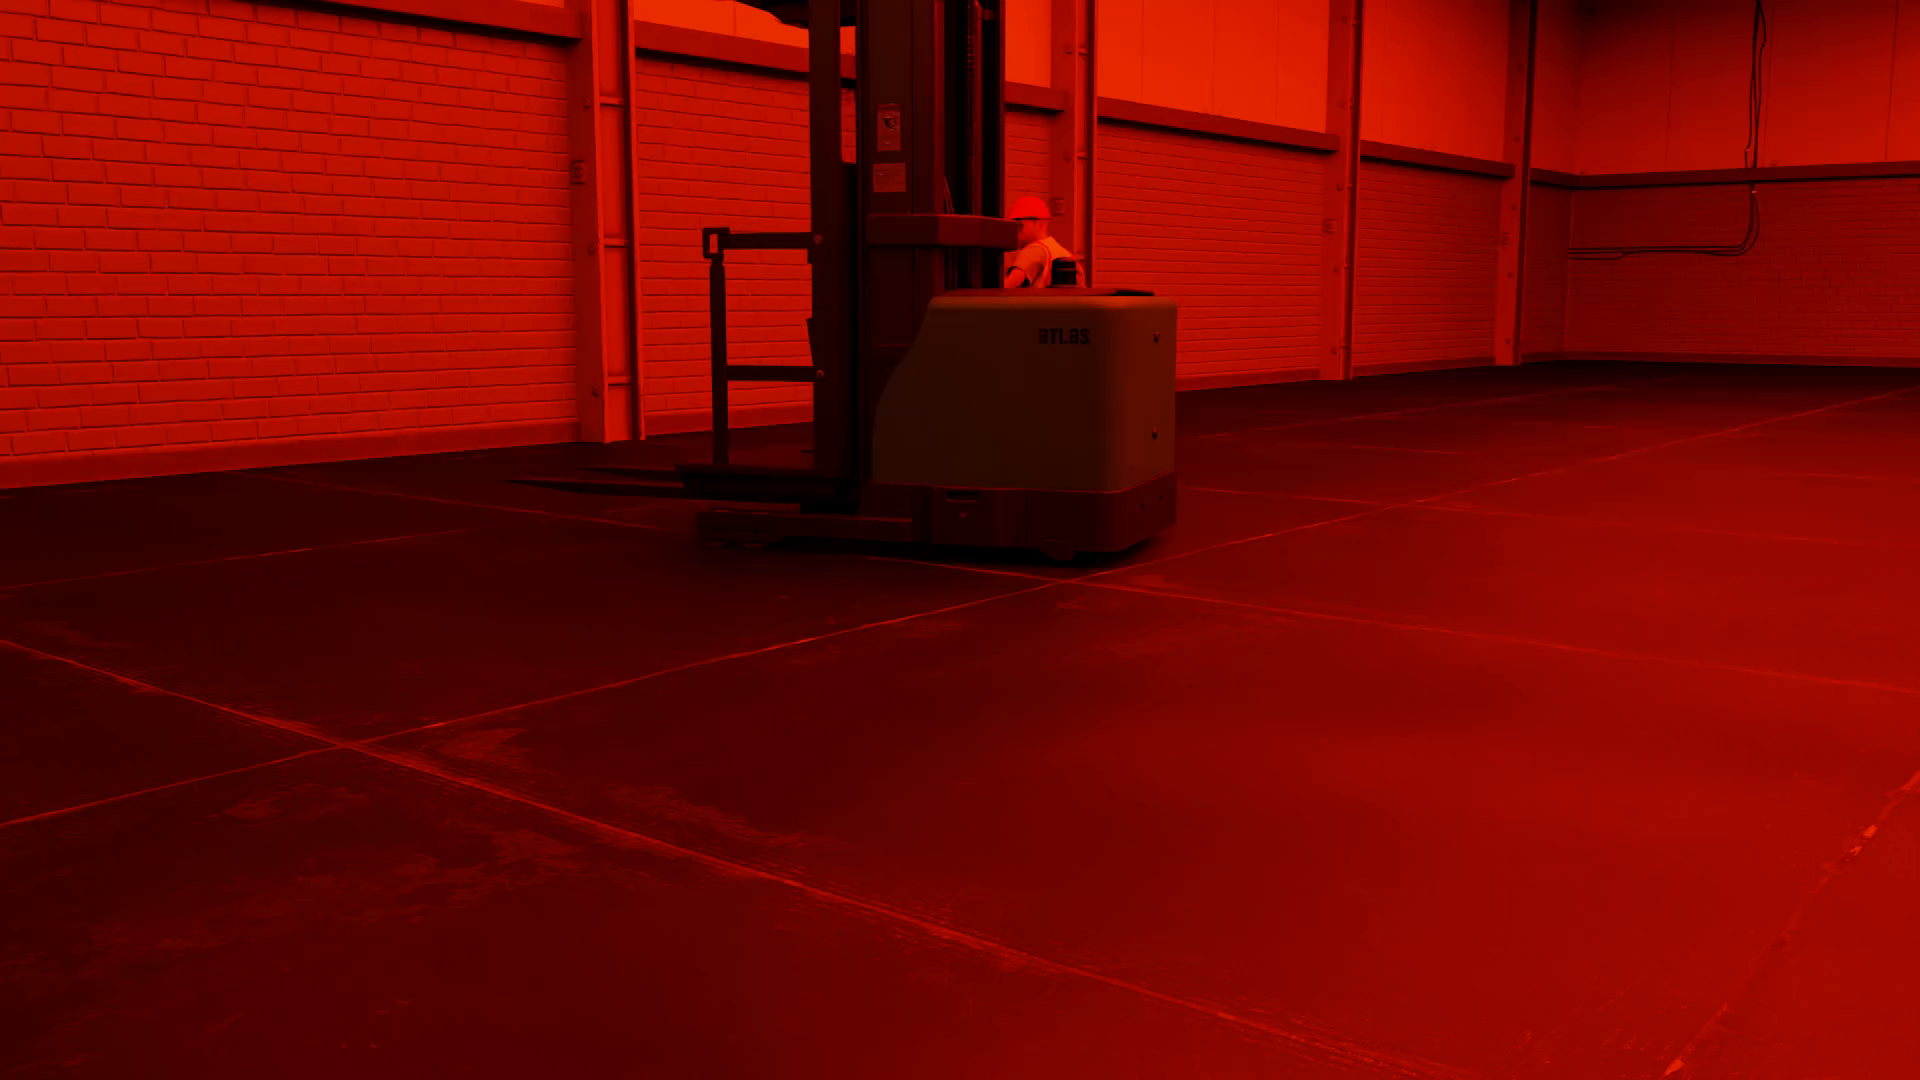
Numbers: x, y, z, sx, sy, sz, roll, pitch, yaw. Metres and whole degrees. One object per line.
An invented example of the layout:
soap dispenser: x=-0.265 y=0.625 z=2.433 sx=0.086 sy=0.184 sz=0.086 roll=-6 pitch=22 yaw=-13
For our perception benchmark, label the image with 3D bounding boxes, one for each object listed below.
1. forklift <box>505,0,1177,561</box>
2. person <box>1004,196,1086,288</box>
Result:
forklift: x=-0.603 y=-1.476 z=7.368 sx=3.031 sy=2.935 sz=1.130 roll=3 pitch=9 yaw=21
person: x=0.440 y=-1.064 z=9.228 sx=0.505 sy=1.654 sz=1.158 roll=8 pitch=11 yaw=42
